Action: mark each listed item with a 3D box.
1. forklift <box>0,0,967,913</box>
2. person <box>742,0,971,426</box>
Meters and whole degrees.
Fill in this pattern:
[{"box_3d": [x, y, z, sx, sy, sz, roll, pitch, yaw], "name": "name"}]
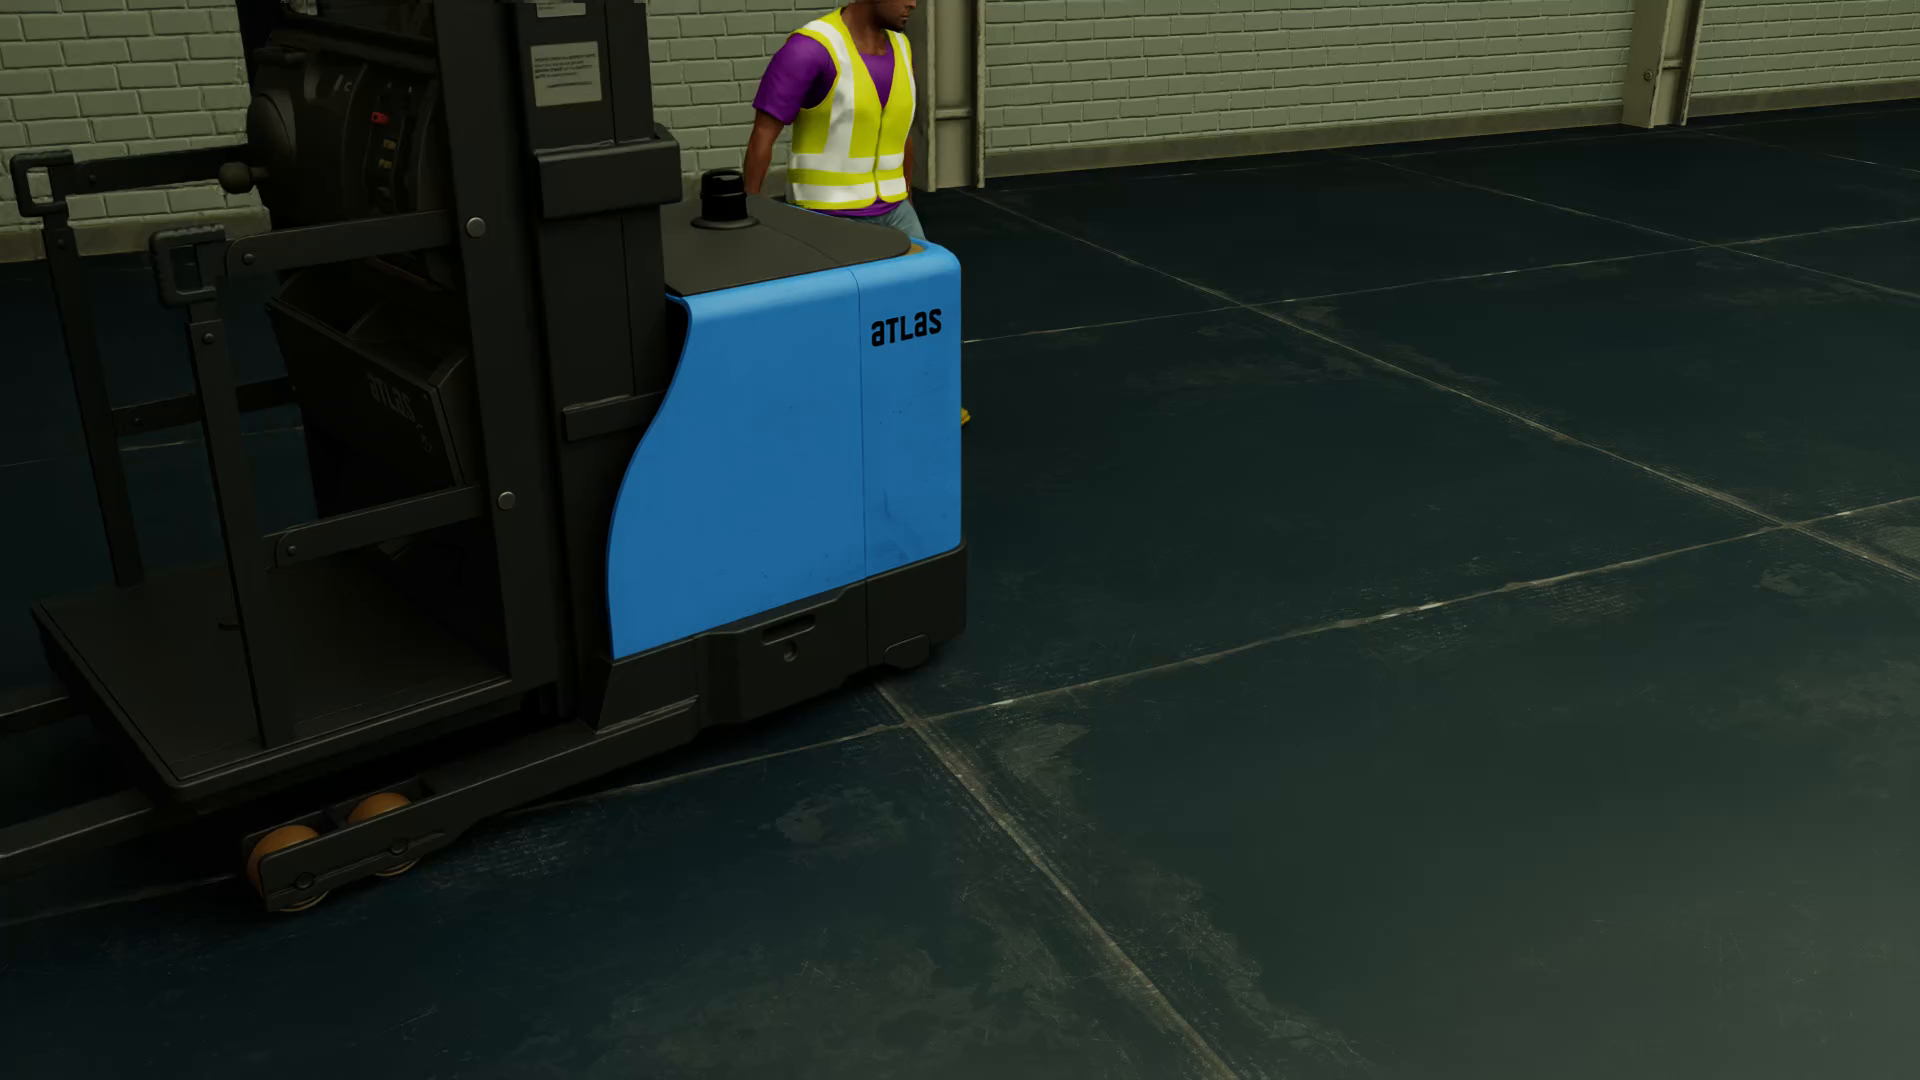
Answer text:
[{"box_3d": [-1.437, -0.840, 3.307, 3.031, 2.935, 1.130, -18, 28, -36], "name": "forklift"}, {"box_3d": [-0.346, -1.110, 5.560, 0.473, 1.733, 0.896, 21, 30, 40], "name": "person"}]
